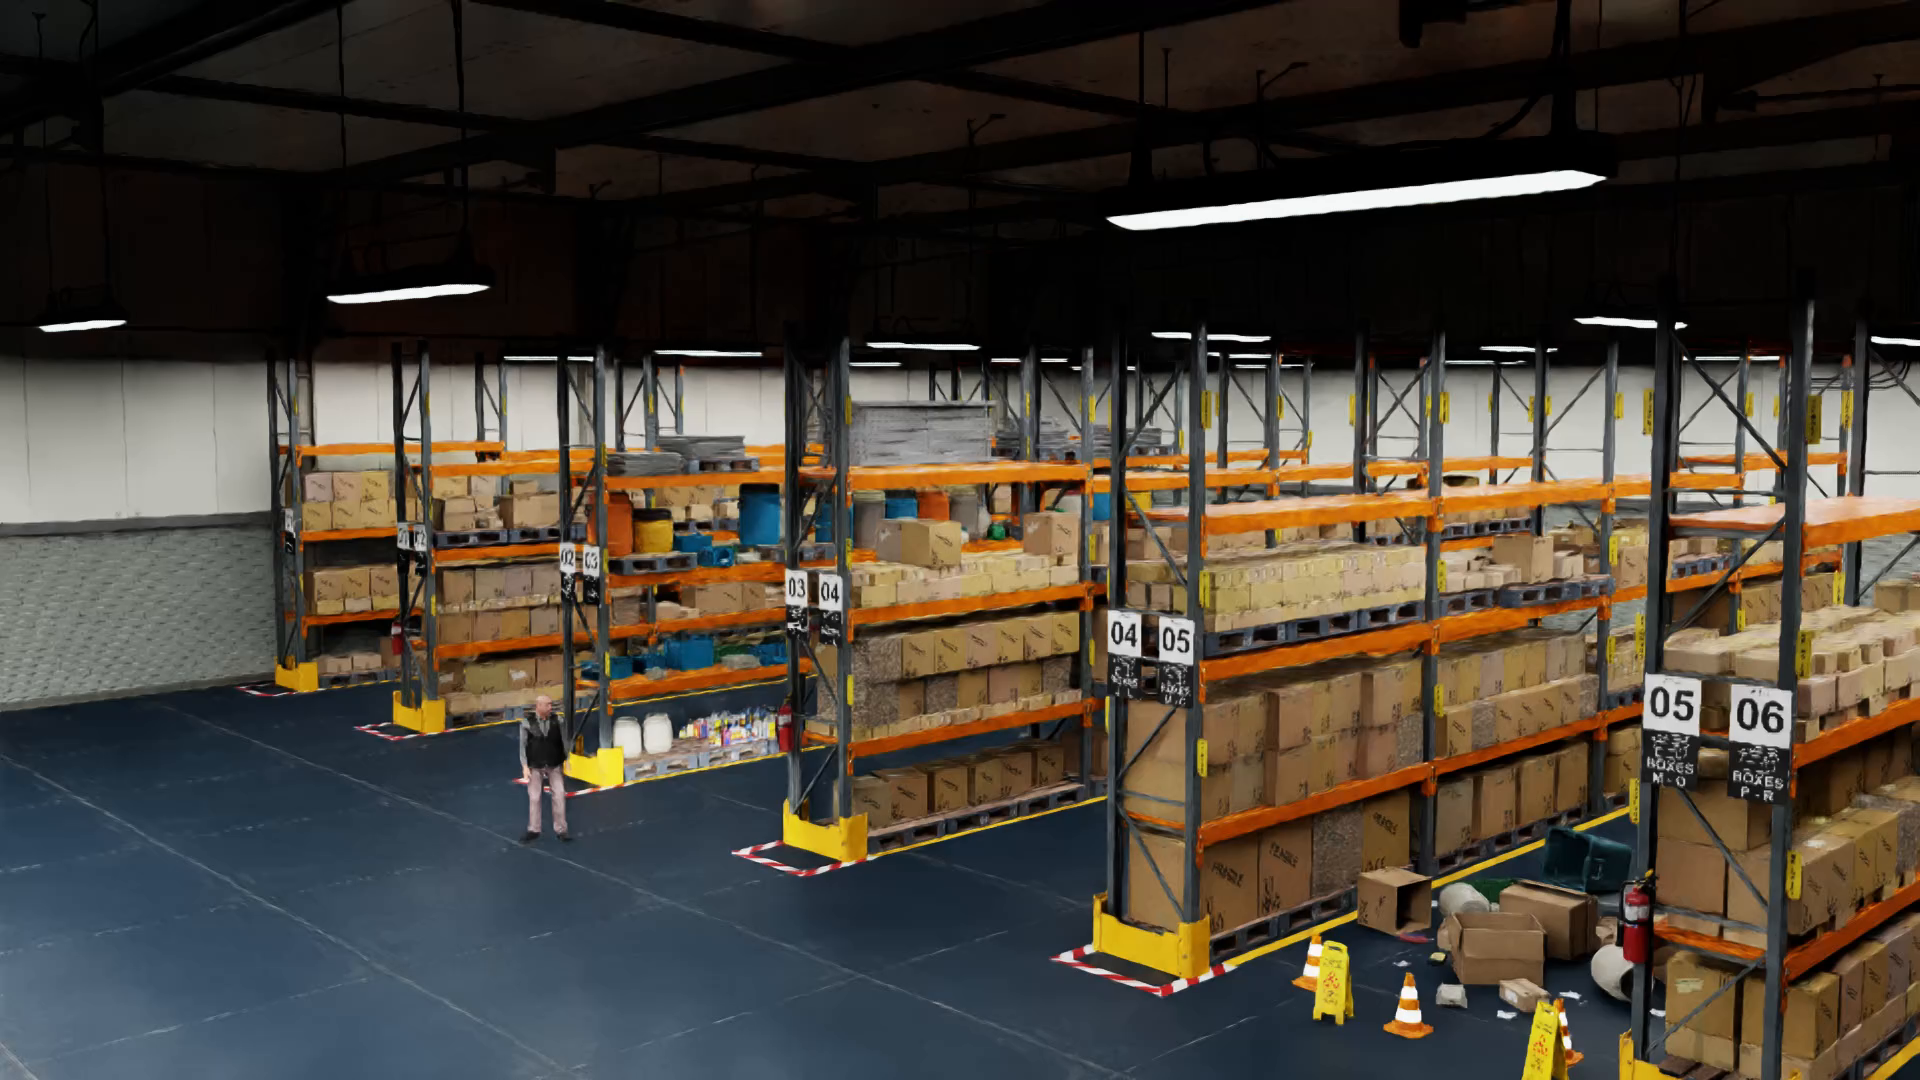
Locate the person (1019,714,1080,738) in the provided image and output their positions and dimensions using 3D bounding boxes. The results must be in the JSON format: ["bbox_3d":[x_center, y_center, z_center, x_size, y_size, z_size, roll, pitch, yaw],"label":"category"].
[{"bbox_3d":[1.401,2.144,24.917,1.031,1.702,0.533,-3,6,-35],"label":"person"}]

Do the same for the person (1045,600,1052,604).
[{"bbox_3d":[2.217,0.921,38.647,0.652,1.769,0.415,-3,6,-29],"label":"person"}]

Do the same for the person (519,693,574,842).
[{"bbox_3d":[-4.810,2.628,19.253,0.615,1.726,0.429,-2,5,-21],"label":"person"}]
